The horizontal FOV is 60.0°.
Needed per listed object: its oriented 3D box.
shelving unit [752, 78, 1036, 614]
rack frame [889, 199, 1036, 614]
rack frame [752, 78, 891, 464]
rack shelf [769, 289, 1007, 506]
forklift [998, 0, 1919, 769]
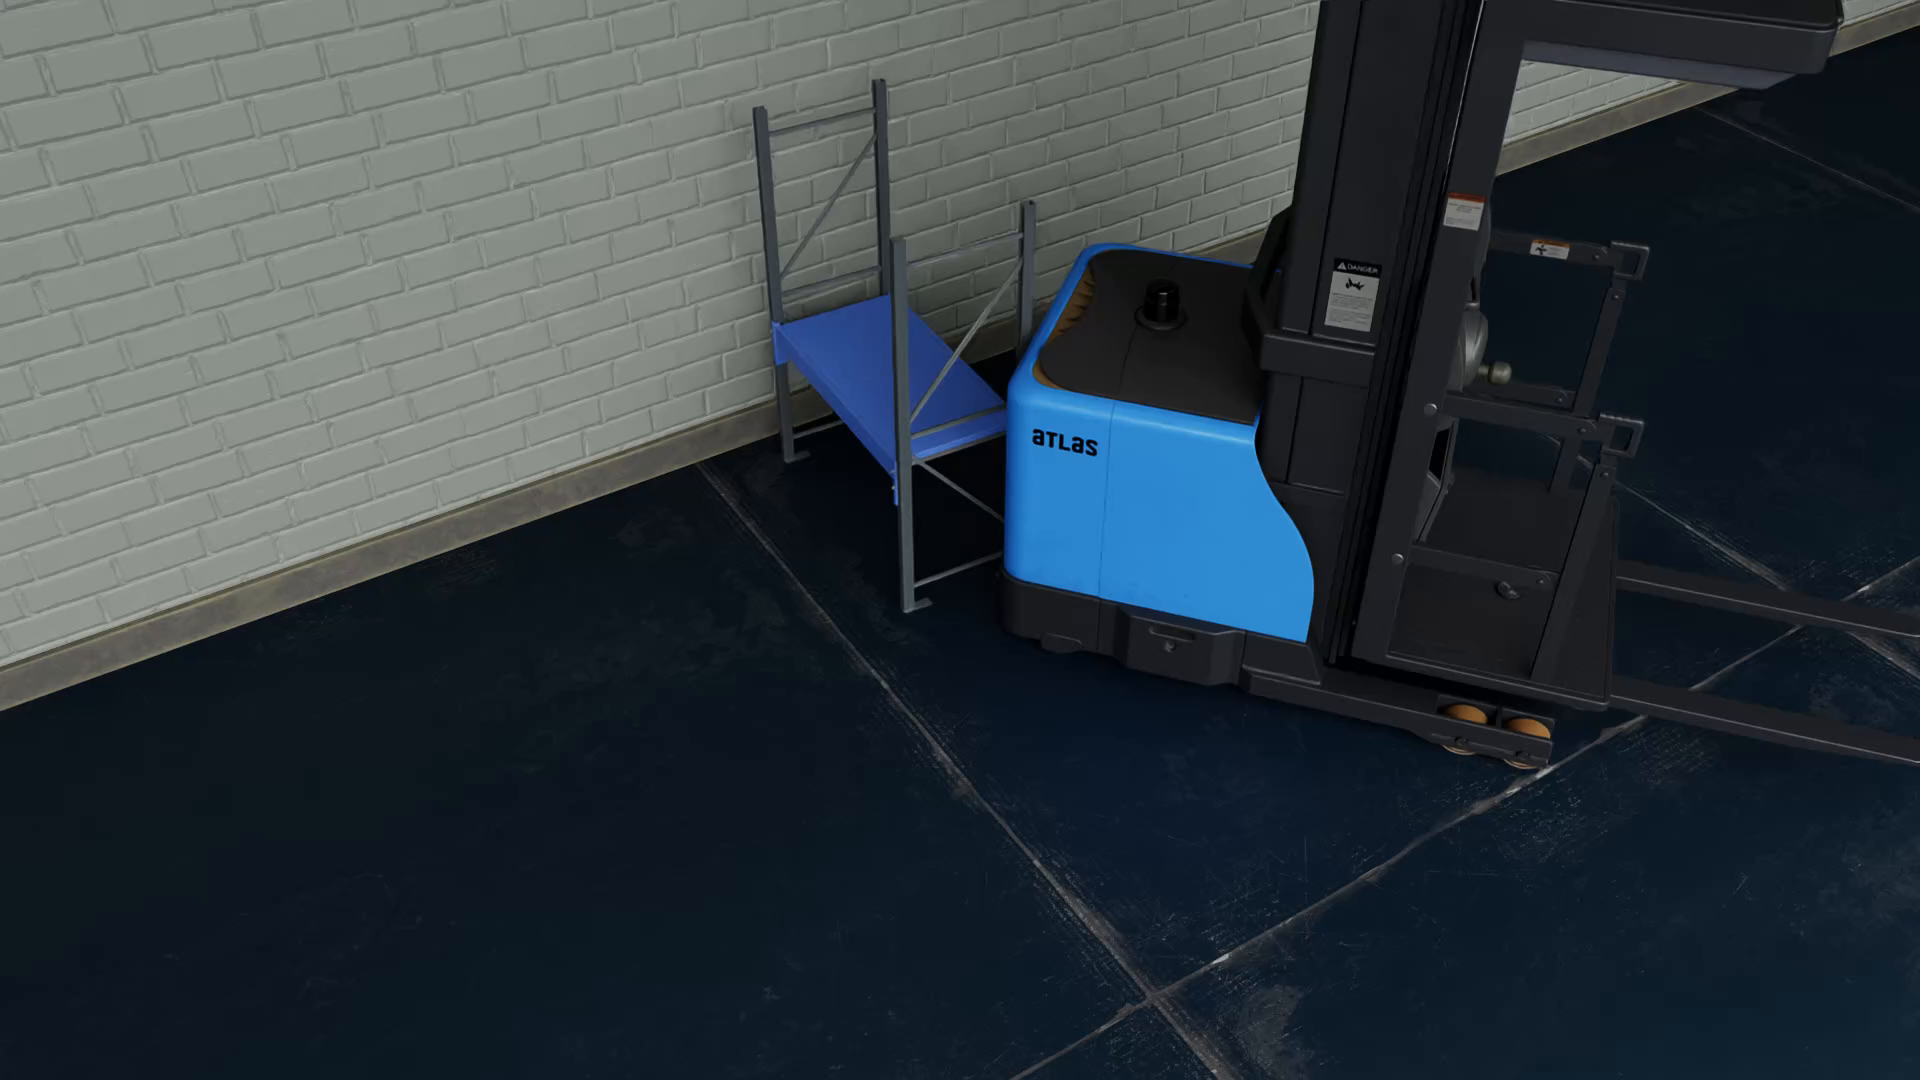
[{"bbox_3d":[-0.236,-0.683,5.898,0.538,1.500,1.048,-20,44,-22],"label":"shelving unit"},{"bbox_3d":[0.012,-0.399,5.557,0.500,1.500,0.032,-20,44,-22],"label":"rack frame"},{"bbox_3d":[-0.484,-0.967,6.239,0.500,1.500,0.032,-20,44,-22],"label":"rack frame"},{"bbox_3d":[-0.236,-0.545,6.013,0.538,0.185,1.000,-20,44,-22],"label":"rack shelf"},{"bbox_3d":[1.708,-0.772,4.887,3.031,2.935,1.130,12,41,14],"label":"forklift"}]
